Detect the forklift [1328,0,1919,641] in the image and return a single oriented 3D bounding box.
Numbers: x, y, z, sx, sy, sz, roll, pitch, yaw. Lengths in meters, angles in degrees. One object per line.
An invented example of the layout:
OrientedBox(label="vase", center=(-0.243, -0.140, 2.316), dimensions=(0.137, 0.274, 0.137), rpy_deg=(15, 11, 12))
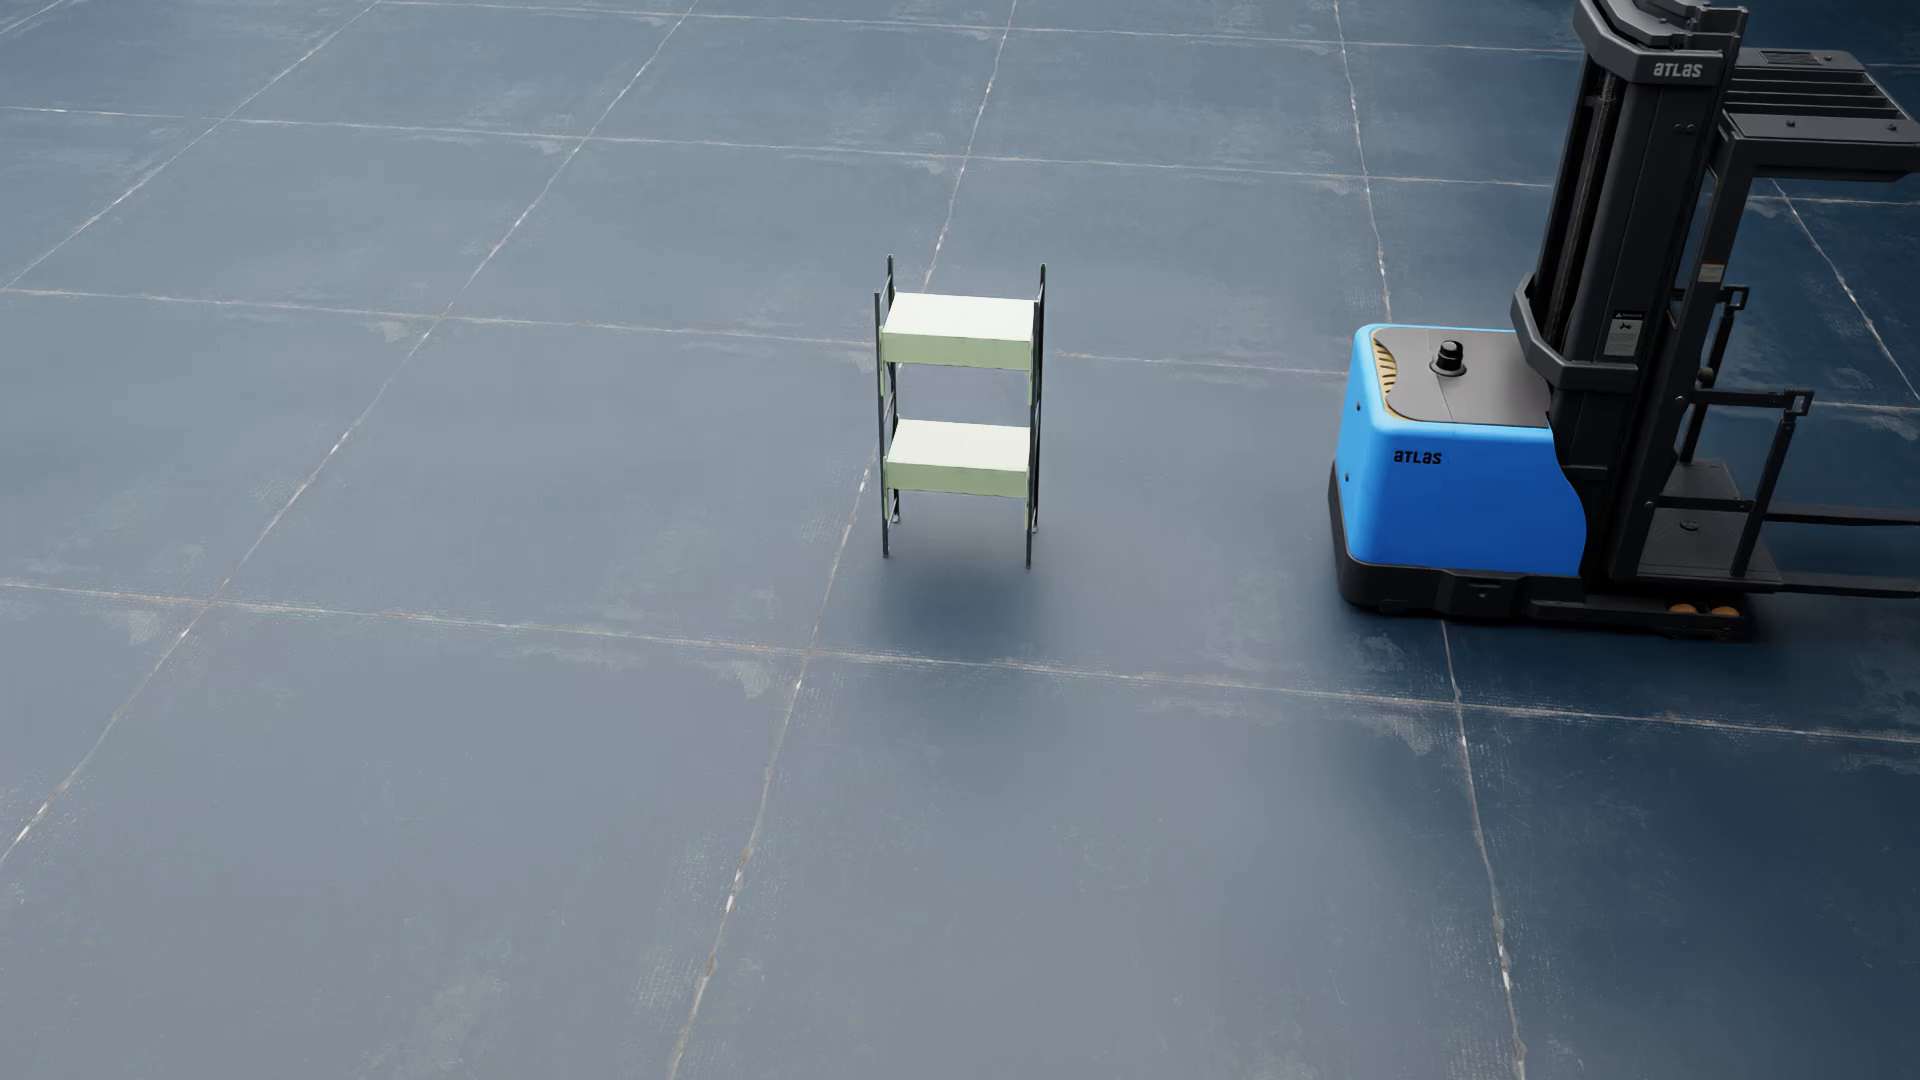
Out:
OrientedBox(label="forklift", center=(3.411, -1.037, 7.537), dimensions=(3.031, 2.935, 1.130), rpy_deg=(4, 36, 5))

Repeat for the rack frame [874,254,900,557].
OrientedBox(label="rack frame", center=(-0.356, -0.637, 8.209), dimensions=(0.023, 1.500, 0.400), rpy_deg=(4, 36, 6))

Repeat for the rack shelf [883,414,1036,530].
OrientedBox(label="rack shelf", center=(0.007, -0.345, 8.360), dimensions=(0.720, 0.370, 0.431), rpy_deg=(4, 36, 6))

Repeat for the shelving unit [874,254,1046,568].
OrientedBox(label="shelving unit", center=(0.007, -0.610, 8.171), dimensions=(0.755, 1.500, 0.431), rpy_deg=(4, 36, 6))

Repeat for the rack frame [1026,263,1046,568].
OrientedBox(label="rack frame", center=(0.370, -0.583, 8.133), dimensions=(0.023, 1.500, 0.400), rpy_deg=(4, 36, 6))

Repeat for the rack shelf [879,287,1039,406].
OrientedBox(label="rack shelf", center=(0.007, -0.928, 7.944), dimensions=(0.720, 0.370, 0.431), rpy_deg=(4, 36, 6))
